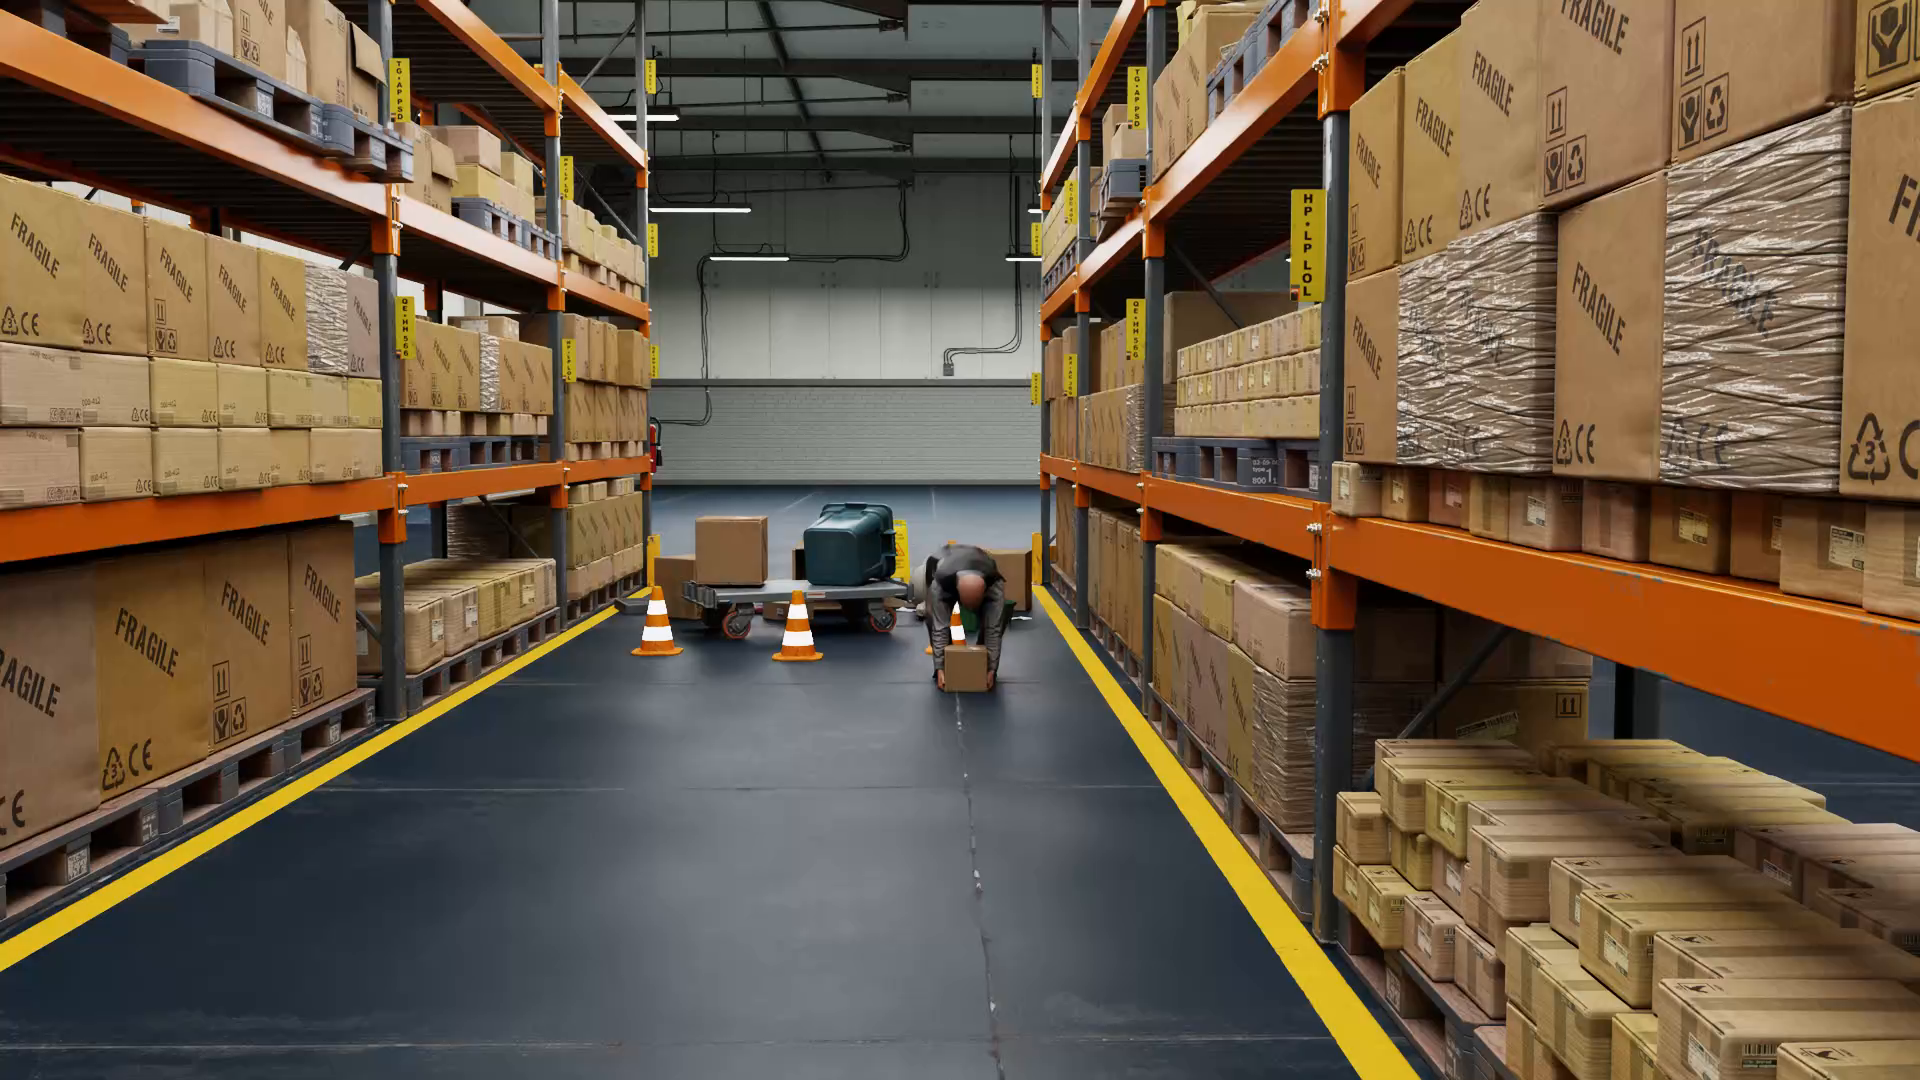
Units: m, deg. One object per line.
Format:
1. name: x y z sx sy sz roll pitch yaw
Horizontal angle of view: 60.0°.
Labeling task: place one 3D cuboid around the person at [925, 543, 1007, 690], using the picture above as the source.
1. person: 0.037 0.461 10.242 0.507 0.860 0.954 0 4 -3
